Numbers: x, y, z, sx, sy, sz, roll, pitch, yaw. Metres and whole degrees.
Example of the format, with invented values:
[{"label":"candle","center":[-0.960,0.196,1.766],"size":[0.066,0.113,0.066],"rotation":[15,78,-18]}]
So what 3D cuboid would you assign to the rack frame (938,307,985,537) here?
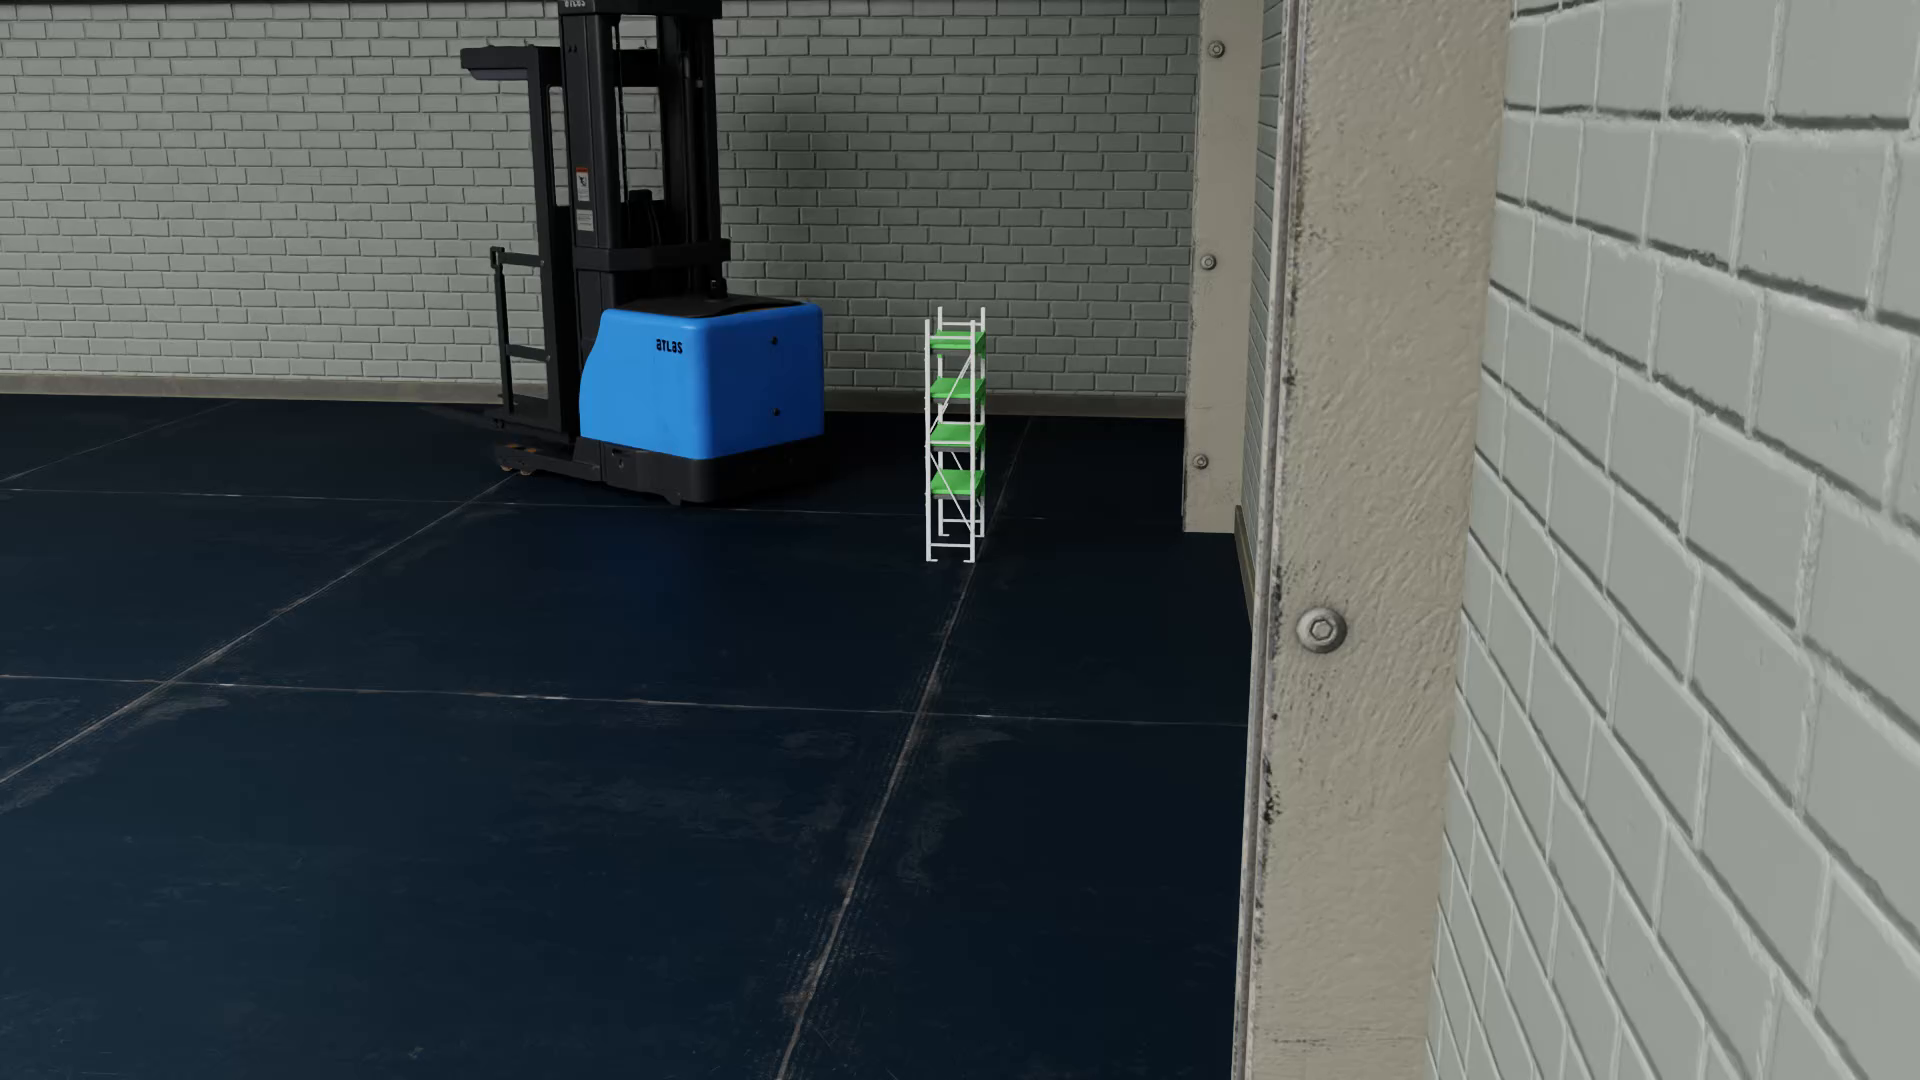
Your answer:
[{"label":"rack frame","center":[0.009,-0.600,8.581],"size":[0.240,1.200,0.015],"rotation":[2,15,6]}]

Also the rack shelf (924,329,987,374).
[{"label":"rack shelf","center":[-0.019,-0.938,8.238],"size":[0.258,0.148,0.480],"rotation":[2,15,6]}]

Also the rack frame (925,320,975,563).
[{"label":"rack frame","center":[-0.046,-0.473,8.113],"size":[0.240,1.200,0.015],"rotation":[2,15,6]}]

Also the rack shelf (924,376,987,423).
[{"label":"rack shelf","center":[-0.019,-0.706,8.301],"size":[0.258,0.148,0.480],"rotation":[2,15,6]}]

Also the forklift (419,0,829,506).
[{"label":"forklift","center":[-2.232,-1.897,10.063],"size":[3.031,2.935,1.130],"rotation":[12,19,38]}]

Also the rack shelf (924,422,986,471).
[{"label":"rack shelf","center":[-0.019,-0.475,8.363],"size":[0.258,0.148,0.480],"rotation":[2,15,6]}]

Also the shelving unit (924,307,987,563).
[{"label":"shelving unit","center":[-0.019,-0.536,8.347],"size":[0.258,1.200,0.503],"rotation":[2,15,6]}]

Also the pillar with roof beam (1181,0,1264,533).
[{"label":"pillar with roof beam","center":[-2.920,-4.563,8.296],"size":[9.100,9.000,0.400],"rotation":[2,15,6]}]

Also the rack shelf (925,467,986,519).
[{"label":"rack shelf","center":[-0.019,-0.243,8.426],"size":[0.258,0.148,0.480],"rotation":[2,15,6]}]
